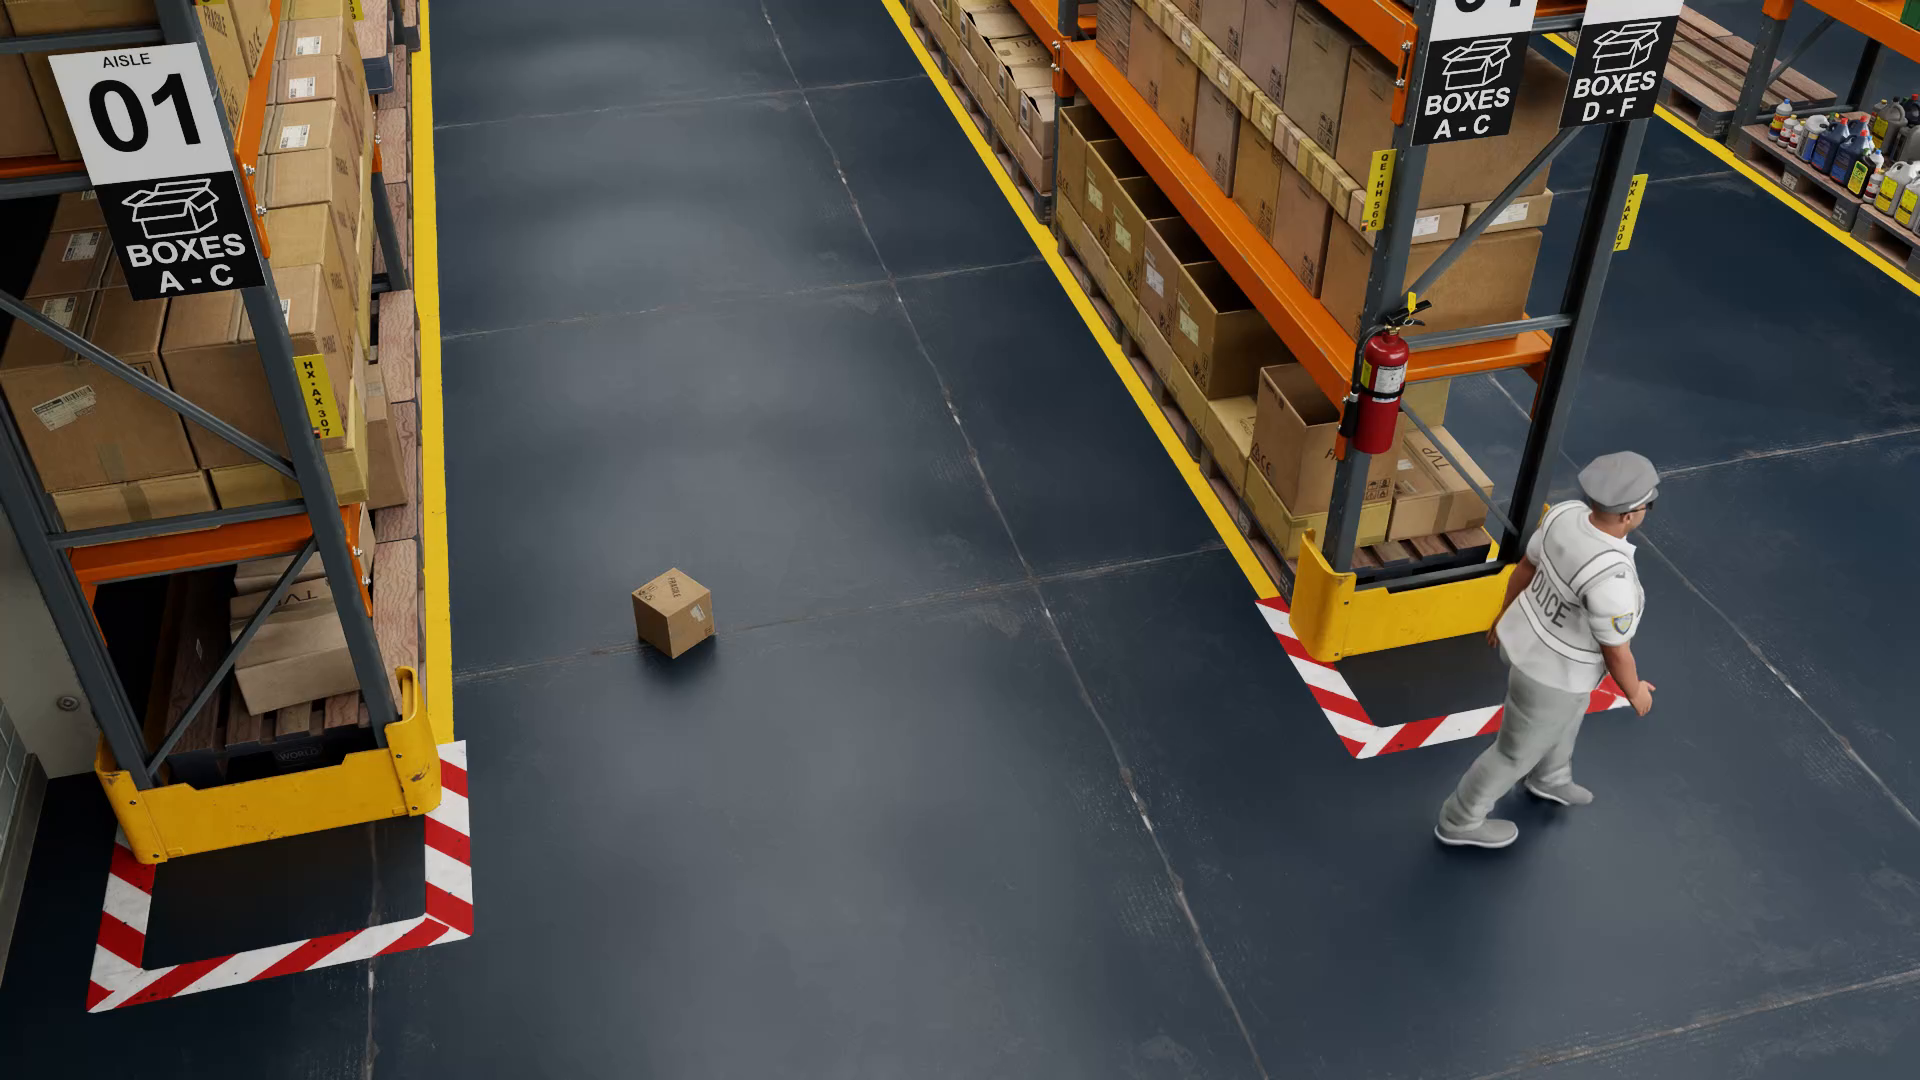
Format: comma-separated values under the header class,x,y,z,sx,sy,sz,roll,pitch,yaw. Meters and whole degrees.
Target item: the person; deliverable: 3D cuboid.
class,x,y,z,sx,sy,sz,roll,pitch,yaw
person,2.237,0.445,6.176,0.740,1.811,0.574,-1,38,-2
